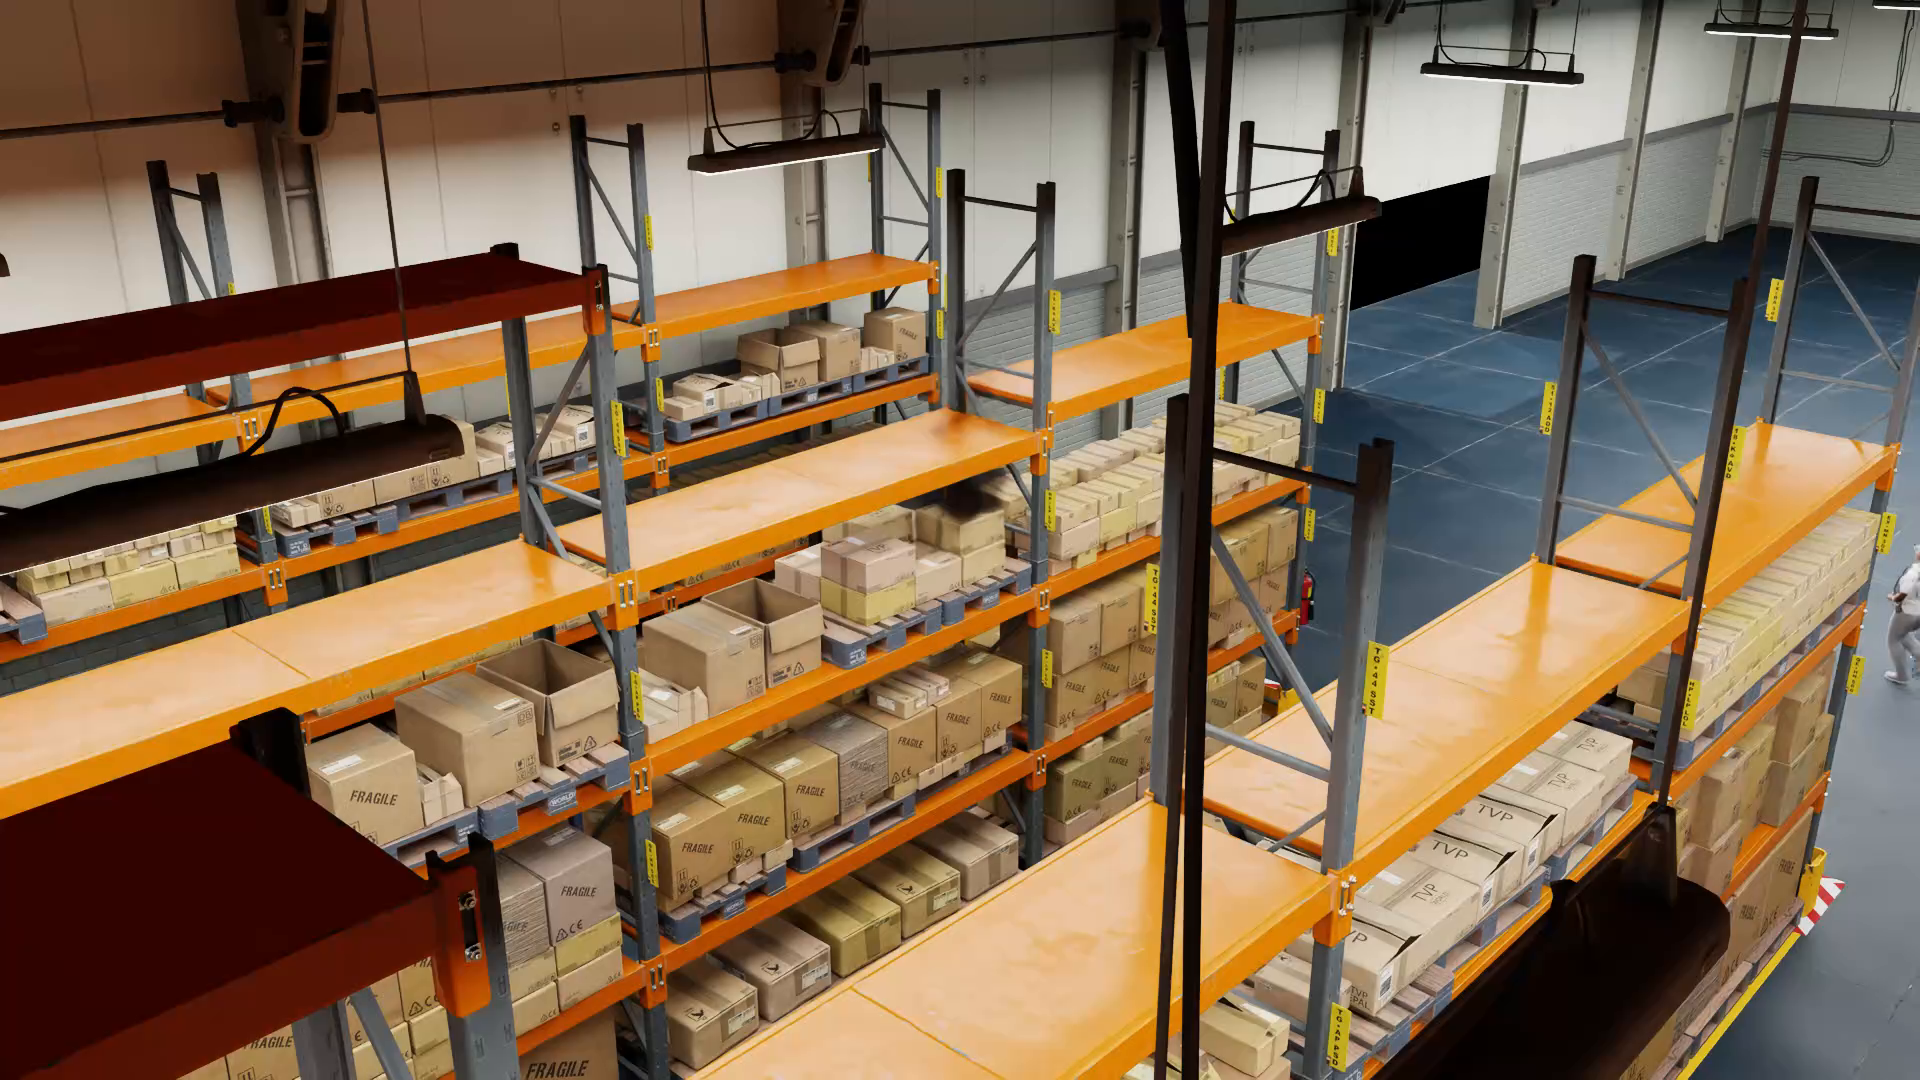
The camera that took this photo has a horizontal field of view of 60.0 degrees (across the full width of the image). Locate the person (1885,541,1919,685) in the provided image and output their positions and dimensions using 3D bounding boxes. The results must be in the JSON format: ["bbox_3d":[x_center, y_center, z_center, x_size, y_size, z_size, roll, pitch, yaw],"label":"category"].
[{"bbox_3d":[10.197,0.759,17.796,0.575,1.657,0.559,-6,22,-15],"label":"person"}]
